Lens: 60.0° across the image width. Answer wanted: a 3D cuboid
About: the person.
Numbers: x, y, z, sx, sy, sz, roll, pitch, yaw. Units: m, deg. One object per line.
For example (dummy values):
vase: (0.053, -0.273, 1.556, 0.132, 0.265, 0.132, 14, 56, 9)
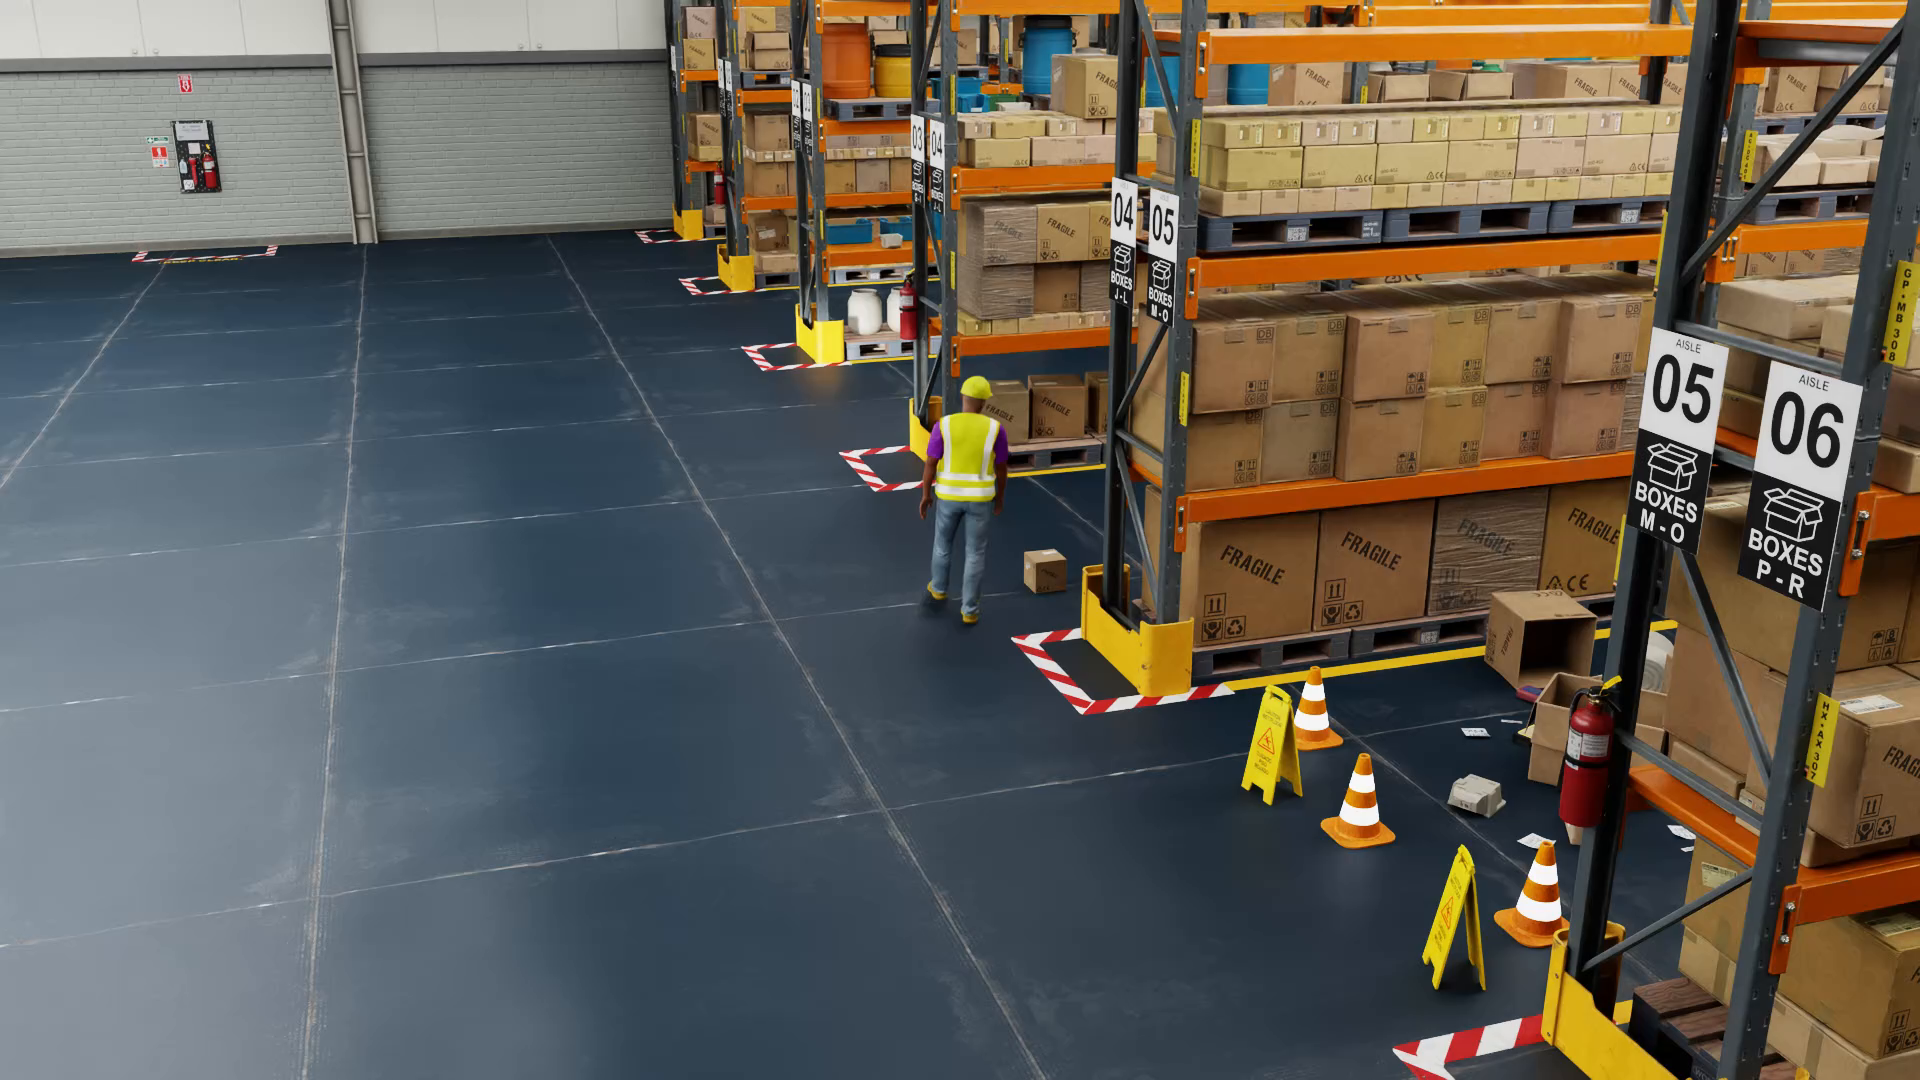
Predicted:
person: (0.035, -0.338, 11.962, 0.631, 1.749, 0.741, 1, 19, 3)
